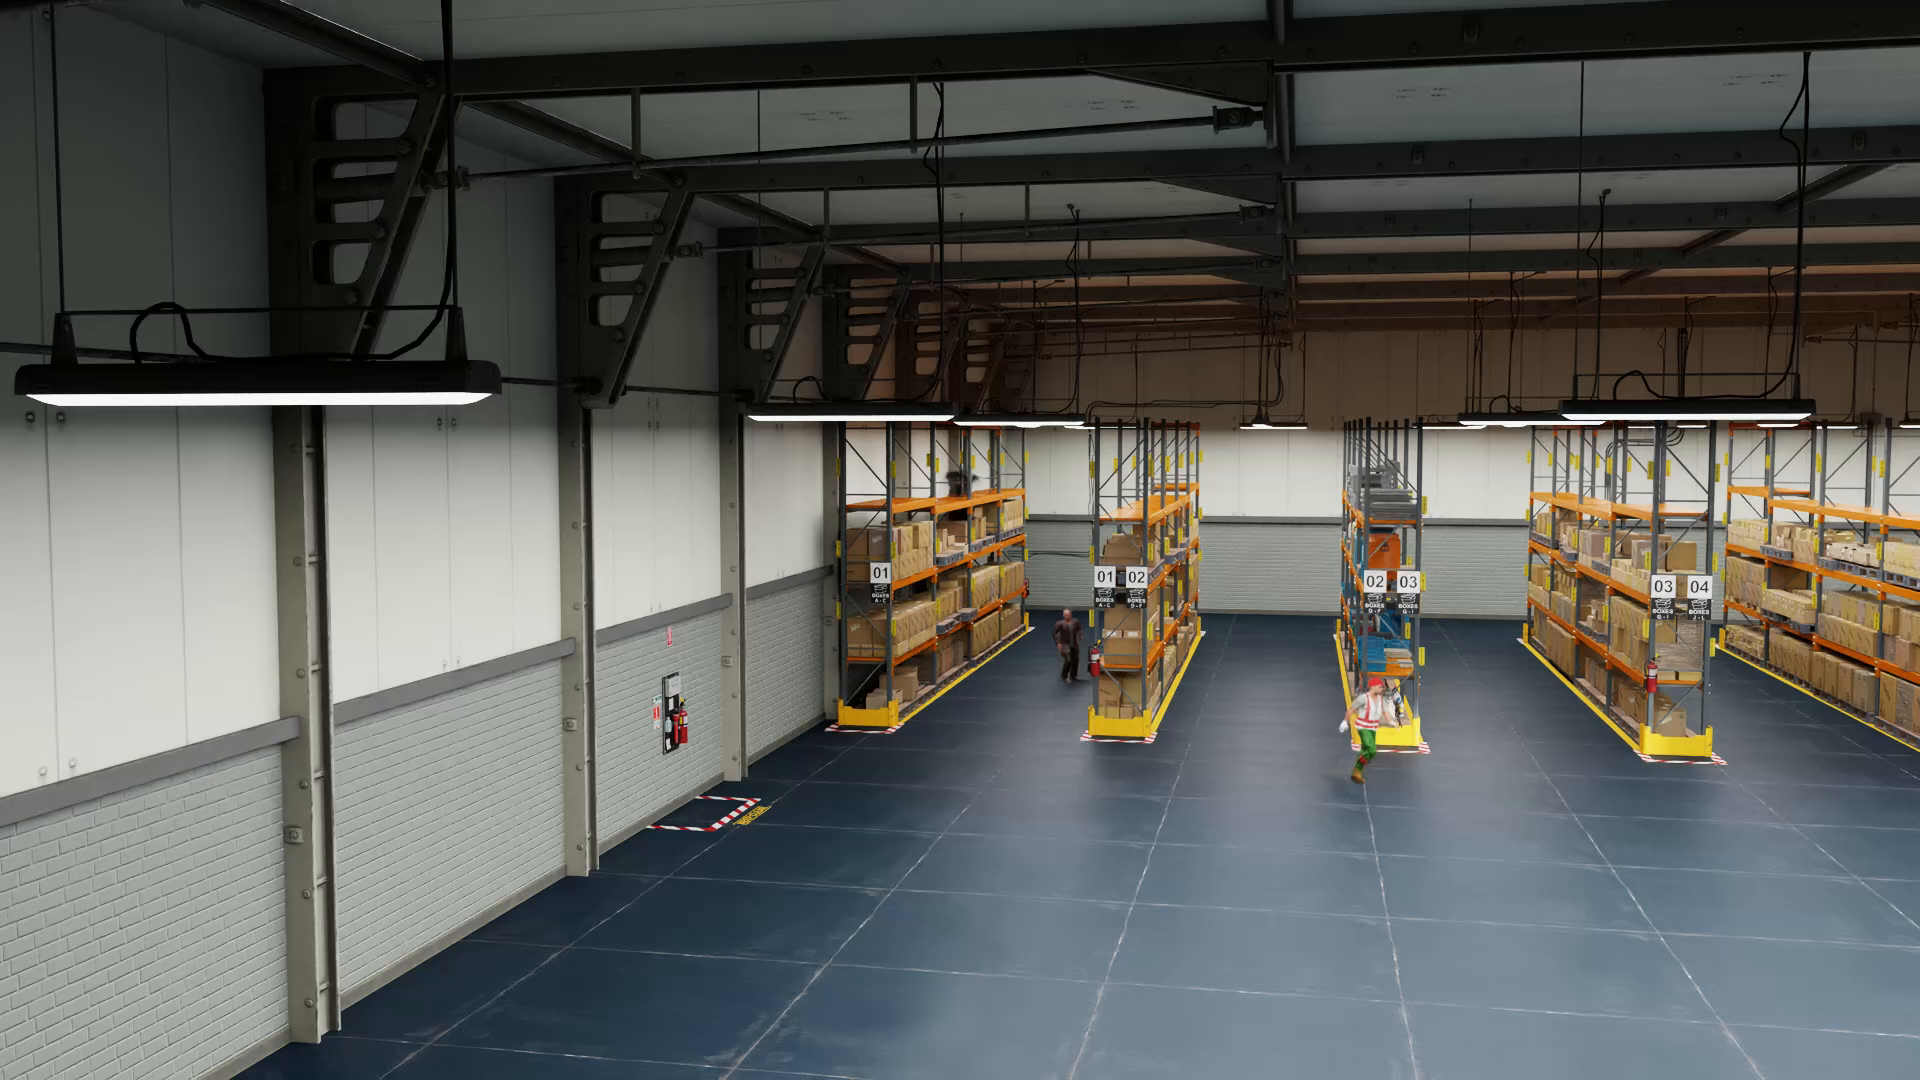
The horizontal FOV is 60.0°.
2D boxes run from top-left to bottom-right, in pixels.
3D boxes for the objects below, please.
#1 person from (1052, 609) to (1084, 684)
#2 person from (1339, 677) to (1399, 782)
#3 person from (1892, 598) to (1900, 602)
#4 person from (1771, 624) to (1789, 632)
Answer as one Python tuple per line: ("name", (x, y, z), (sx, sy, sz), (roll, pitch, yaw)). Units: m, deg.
("person", (2.503, 2.426, 38.015), (0.744, 1.716, 0.795), (-2, 4, -27))
("person", (6.676, 3.093, 27.024), (0.659, 1.746, 0.801), (-3, 5, -35))
("person", (22.485, 2.275, 39.925), (0.721, 1.734, 0.807), (-1, 4, -12))
("person", (22.011, 2.001, 44.409), (0.713, 1.746, 0.678), (3, 5, 41))
